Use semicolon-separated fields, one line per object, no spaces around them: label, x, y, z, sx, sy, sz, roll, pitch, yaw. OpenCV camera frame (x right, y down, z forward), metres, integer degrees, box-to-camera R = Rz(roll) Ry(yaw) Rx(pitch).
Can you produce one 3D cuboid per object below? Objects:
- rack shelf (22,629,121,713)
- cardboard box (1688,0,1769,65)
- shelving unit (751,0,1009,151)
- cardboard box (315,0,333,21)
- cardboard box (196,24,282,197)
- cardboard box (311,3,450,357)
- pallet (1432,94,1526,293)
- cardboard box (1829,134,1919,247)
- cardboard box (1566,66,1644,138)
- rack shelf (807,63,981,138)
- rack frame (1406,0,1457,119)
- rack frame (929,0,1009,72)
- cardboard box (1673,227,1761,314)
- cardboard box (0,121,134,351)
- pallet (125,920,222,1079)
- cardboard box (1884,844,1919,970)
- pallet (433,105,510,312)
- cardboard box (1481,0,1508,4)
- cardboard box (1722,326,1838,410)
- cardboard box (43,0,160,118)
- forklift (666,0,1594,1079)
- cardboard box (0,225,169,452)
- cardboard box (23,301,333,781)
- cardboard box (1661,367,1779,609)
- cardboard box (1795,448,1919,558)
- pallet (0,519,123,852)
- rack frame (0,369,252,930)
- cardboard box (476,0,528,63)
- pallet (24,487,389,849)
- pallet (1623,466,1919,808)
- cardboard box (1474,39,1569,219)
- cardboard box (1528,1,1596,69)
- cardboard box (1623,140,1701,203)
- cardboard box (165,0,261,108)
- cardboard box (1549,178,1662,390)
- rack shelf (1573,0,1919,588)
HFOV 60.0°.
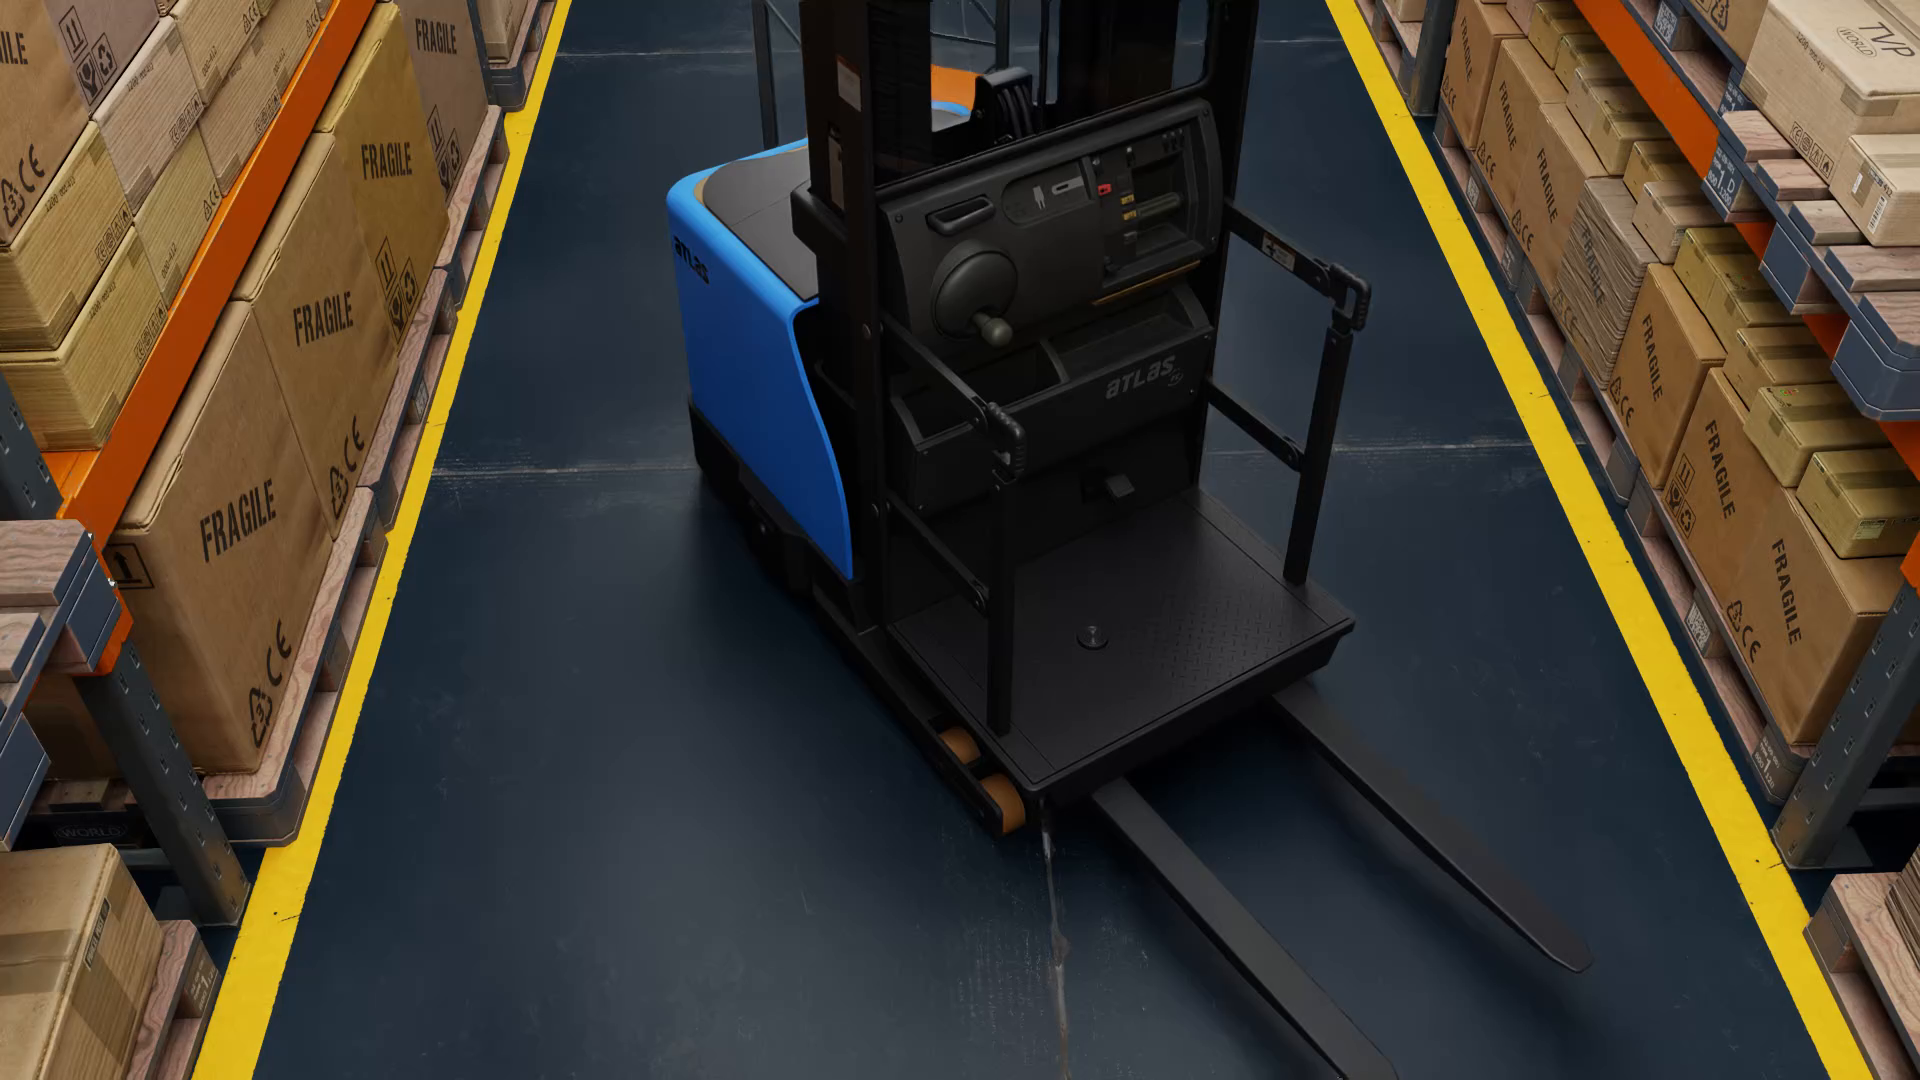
rack shelf;-2.232;1.459;1.971;1.077;0.370;4.000;-2;43;-2
cardboard box;2.388;-1.591;4.379;0.797;0.503;0.637;-3;43;-3
shelving unit;-0.233;-1.556;5.837;0.587;1.500;1.083;14;44;15
cardboard box;-2.193;-1.821;5.128;0.500;0.250;0.500;-3;43;-3
cardboard box;-2.142;-1.139;4.384;0.500;0.250;0.500;0;43;0
cardboard box;-2.334;-1.203;5.604;0.875;0.875;0.875;-1;43;-1
pallet;2.545;-1.426;6.649;1.003;0.211;1.213;-2;43;-2
cardboard box;2.231;-0.796;3.774;0.380;0.149;0.250;-1;43;-1
cardboard box;2.332;-1.512;5.739;0.380;0.149;0.250;-2;43;-2
rack shelf;-0.236;-1.417;5.953;0.538;0.185;1.000;14;44;15
rack frame;2.473;-3.002;6.305;1.000;3.000;0.127;-2;43;-2
rack frame;-0.063;-1.873;6.183;0.500;1.500;0.032;14;44;15
cardboard box;2.382;-0.810;4.973;0.380;0.149;0.250;-2;43;-2
cardboard box;-2.091;-0.635;3.464;0.500;0.250;0.500;-2;43;-2
pallet;-2.285;1.399;3.567;1.003;0.211;1.213;-2;43;-2
cardboard box;2.655;0.841;3.560;0.875;0.625;0.625;0;43;0
pallet;-2.378;-1.310;6.523;1.003;0.211;1.213;-2;43;-2
cardboard box;2.222;-2.224;6.516;0.380;0.149;0.250;0;43;0
cardboard box;2.359;-0.462;4.594;0.380;0.149;0.250;-3;43;-3
cardboard box;-2.124;-1.236;3.565;0.500;0.500;0.500;-1;43;-2
forklift;0.363;-0.670;3.812;1.130;2.935;3.031;-24;48;-24
cardboard box;-2.086;-0.439;3.620;0.500;0.250;0.500;-2;43;-3
cardboard box;-2.263;0.003;4.288;0.875;0.875;0.875;-2;43;-2
cardboard box;2.399;-0.152;4.735;0.500;0.500;0.500;-2;43;-2
cardboard box;2.368;-0.100;4.198;0.380;0.149;0.250;-4;43;-4
pallet;-2.180;0.392;2.744;1.213;0.211;1.003;-2;43;-2
rack frame;-2.317;-0.156;3.201;1.000;3.000;0.127;-2;43;-2
cardboard box;-2.406;-2.494;7.336;0.875;0.438;0.875;-2;43;-2
pallet;-2.275;0.337;4.726;1.003;0.211;1.213;-2;43;-2
pallet;2.648;0.221;4.852;1.003;0.211;1.213;-2;43;-2
cardboard box;2.301;-1.543;6.253;0.500;0.500;0.500;-2;43;-2
cardboard box;2.333;-1.867;6.126;0.380;0.149;0.250;-4;43;-4
cardboard box;2.381;-1.163;5.358;0.380;0.149;0.250;-1;43;-2
cardboard box;-2.121;-1.320;4.212;0.500;0.250;0.500;-2;43;-2
cardboard box;2.333;-0.856;5.503;0.500;0.500;0.500;-3;43;-3
rack shelf;2.557;-1.386;5.075;1.077;0.370;4.000;-2;43;-2
